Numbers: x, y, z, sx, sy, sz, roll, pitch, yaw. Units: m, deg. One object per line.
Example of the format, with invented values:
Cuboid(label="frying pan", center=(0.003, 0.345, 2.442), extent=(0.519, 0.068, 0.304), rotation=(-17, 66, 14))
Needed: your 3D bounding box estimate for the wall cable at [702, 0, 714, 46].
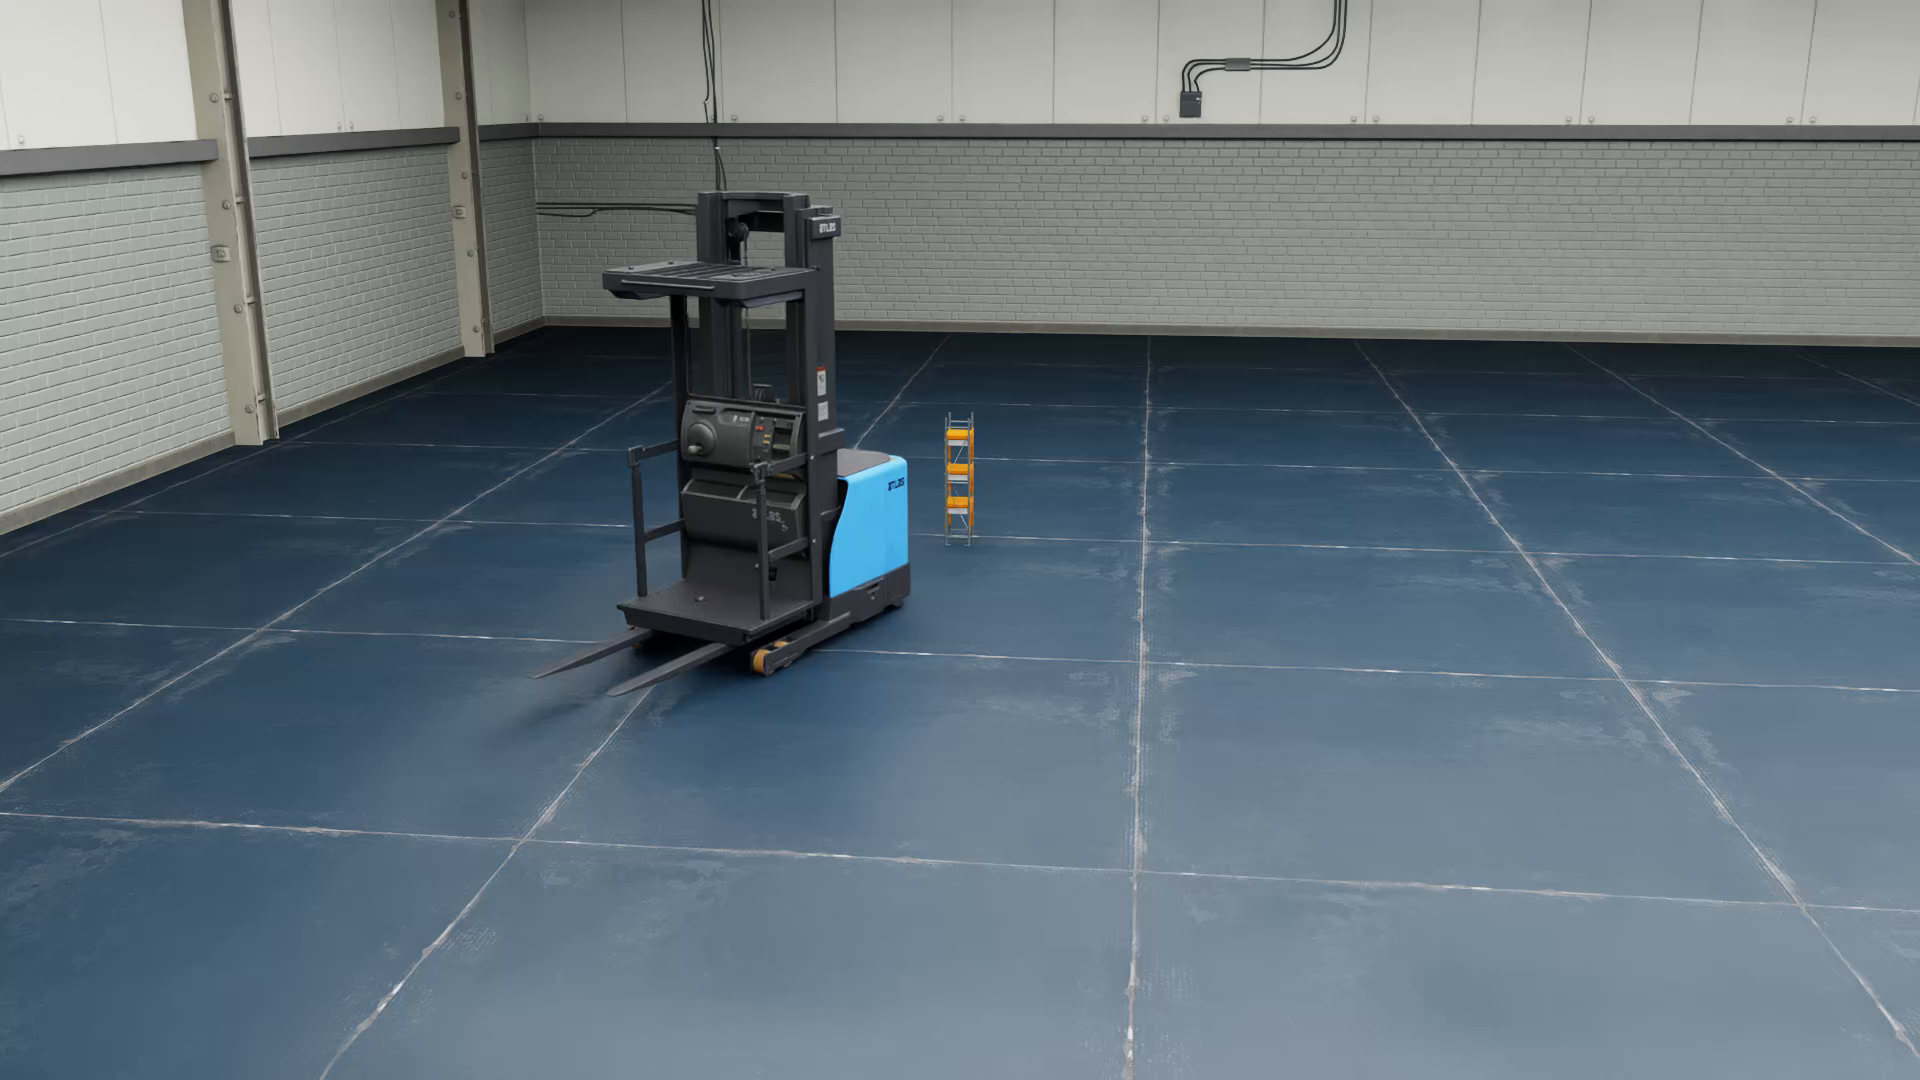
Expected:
Cuboid(label="wall cable", center=(-2.400, -8.526, 24.227), extent=(3.097, 2.526, 0.112), rotation=(2, 15, 6))

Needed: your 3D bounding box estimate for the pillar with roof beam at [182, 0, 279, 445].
Cuboid(label="pillar with roof beam", center=(-3.134, -5.259, 15.870), extent=(9.100, 9.000, 0.400), rotation=(2, 15, 6))

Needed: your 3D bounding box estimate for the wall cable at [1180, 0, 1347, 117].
Cuboid(label="wall cable", center=(4.343, -9.025, 23.282), extent=(2.305, 6.003, 0.169), rotation=(2, 15, 6))

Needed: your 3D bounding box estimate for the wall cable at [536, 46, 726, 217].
Cuboid(label="wall cable", center=(-5.088, -6.168, 25.181), extent=(3.097, 2.526, 0.112), rotation=(2, 15, 6))

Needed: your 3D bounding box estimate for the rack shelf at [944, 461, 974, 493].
Cuboid(label="rack shelf", center=(-0.006, -0.483, 13.476), extent=(0.215, 0.259, 0.240), rotation=(2, 15, 6))

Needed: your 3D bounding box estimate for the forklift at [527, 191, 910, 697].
Cuboid(label="forklift", center=(-1.524, -0.694, 10.612), extent=(1.130, 2.935, 3.031), rotation=(8, 17, 29))

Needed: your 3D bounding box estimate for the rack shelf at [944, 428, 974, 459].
Cuboid(label="rack shelf", center=(-0.006, -0.757, 13.402), extent=(0.215, 0.259, 0.240), rotation=(2, 15, 6))

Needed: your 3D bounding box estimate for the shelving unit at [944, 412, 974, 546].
Cuboid(label="shelving unit", center=(-0.006, -0.493, 13.474), extent=(0.215, 1.050, 0.252), rotation=(2, 15, 6))

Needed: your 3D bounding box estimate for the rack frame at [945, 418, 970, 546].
Cuboid(label="rack frame", center=(-0.020, -0.461, 13.357), extent=(0.200, 1.050, 0.008), rotation=(2, 15, 6))

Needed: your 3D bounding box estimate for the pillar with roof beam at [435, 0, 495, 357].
Cuboid(label="pillar with roof beam", center=(-2.457, -6.815, 21.625), extent=(9.100, 9.000, 0.400), rotation=(2, 15, 6))

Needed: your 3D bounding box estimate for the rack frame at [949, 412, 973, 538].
Cuboid(label="rack frame", center=(0.008, -0.525, 13.591), extent=(0.200, 1.050, 0.008), rotation=(2, 15, 6))

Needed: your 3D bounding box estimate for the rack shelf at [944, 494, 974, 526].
Cuboid(label="rack shelf", center=(-0.006, -0.214, 13.549), extent=(0.215, 0.259, 0.240), rotation=(2, 15, 6))
